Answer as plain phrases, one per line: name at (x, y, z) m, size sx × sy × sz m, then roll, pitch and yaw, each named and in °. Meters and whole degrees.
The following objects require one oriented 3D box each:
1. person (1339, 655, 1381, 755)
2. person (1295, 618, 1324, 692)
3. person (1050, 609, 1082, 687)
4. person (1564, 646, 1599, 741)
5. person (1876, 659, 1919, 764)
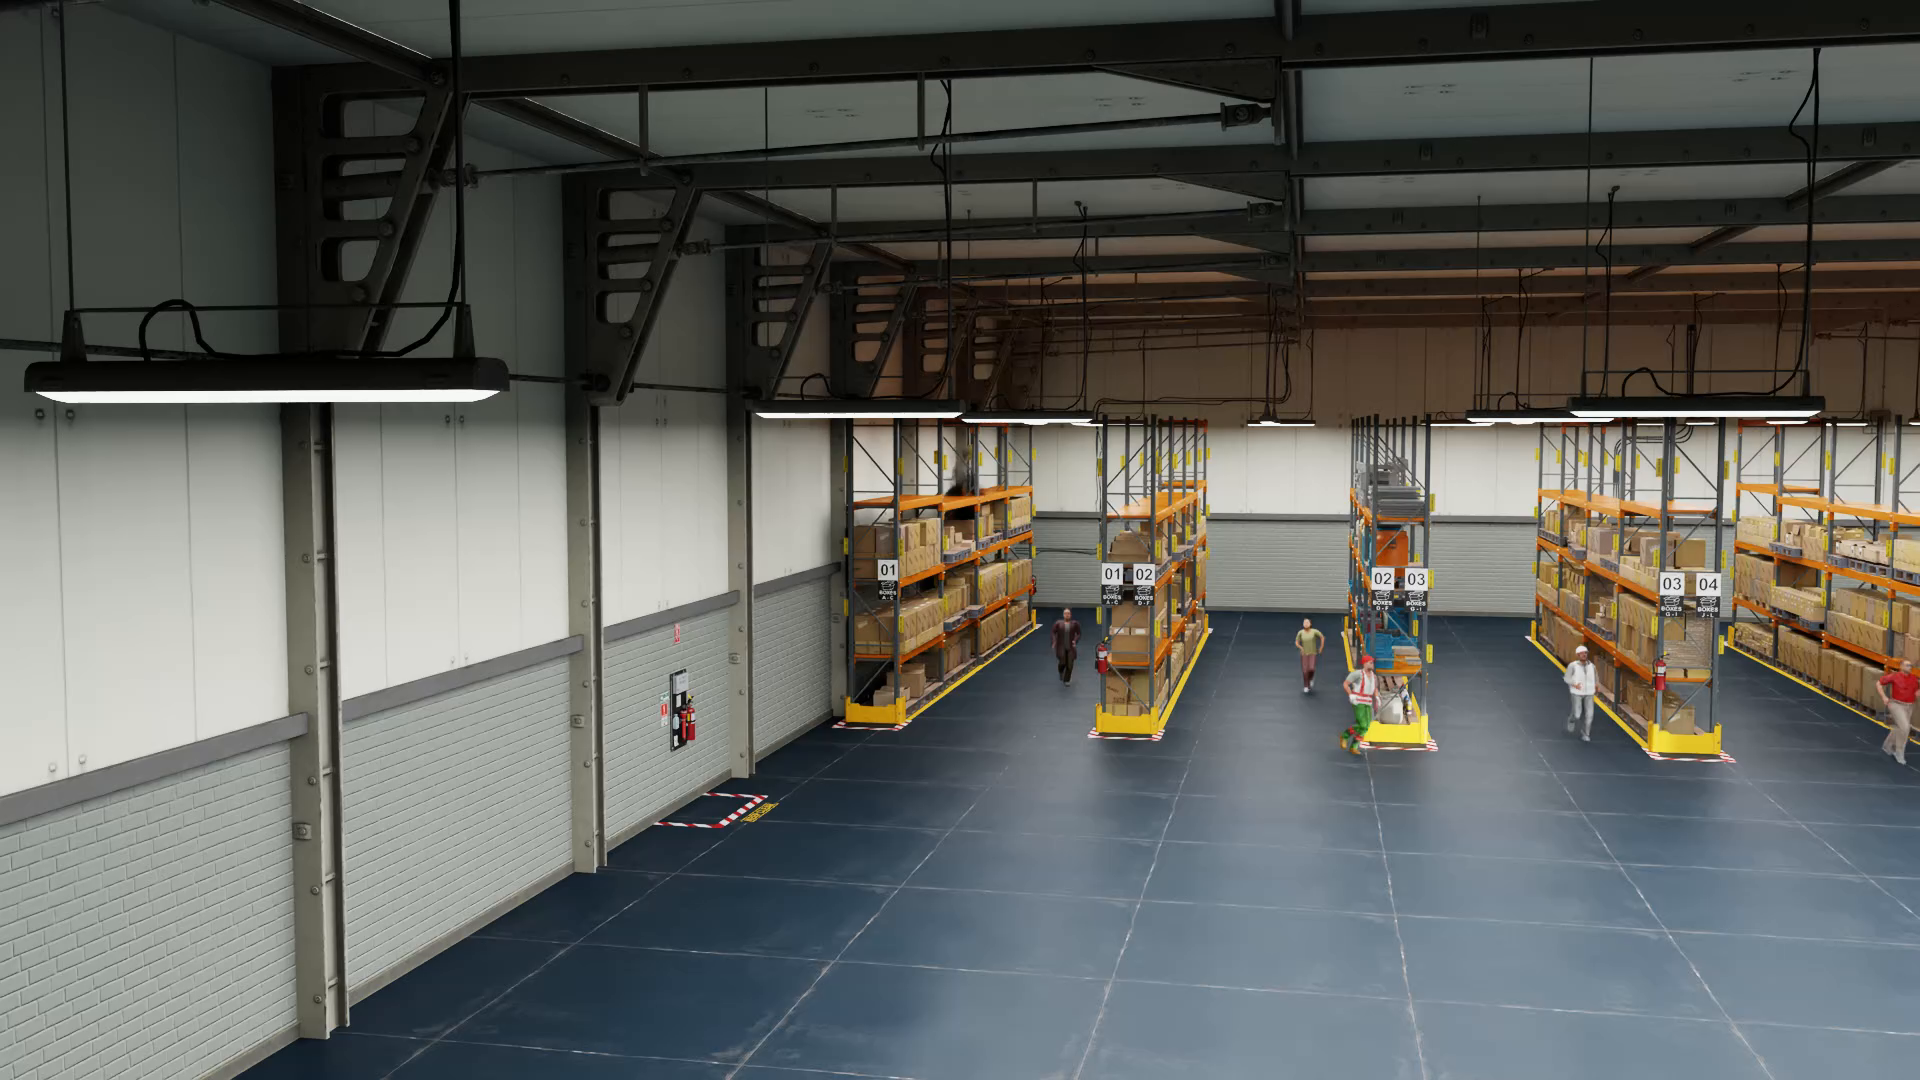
person at (7.126, 2.902, 29.413) m, size 0.715 × 1.735 × 0.579 m, roll -3°, pitch 5°, yaw -34°
person at (7.587, 2.505, 36.159) m, size 0.599 × 1.627 × 0.667 m, roll 1°, pitch 4°, yaw 20°
person at (2.355, 2.383, 36.807) m, size 0.696 × 1.725 × 0.677 m, roll 0°, pitch 4°, yaw 0°
person at (11.481, 2.816, 30.682) m, size 0.665 × 1.728 × 0.719 m, roll 0°, pitch 4°, yaw 2°
person at (16.305, 2.961, 28.821) m, size 0.674 × 1.797 × 0.706 m, roll -1°, pitch 4°, yaw -18°
